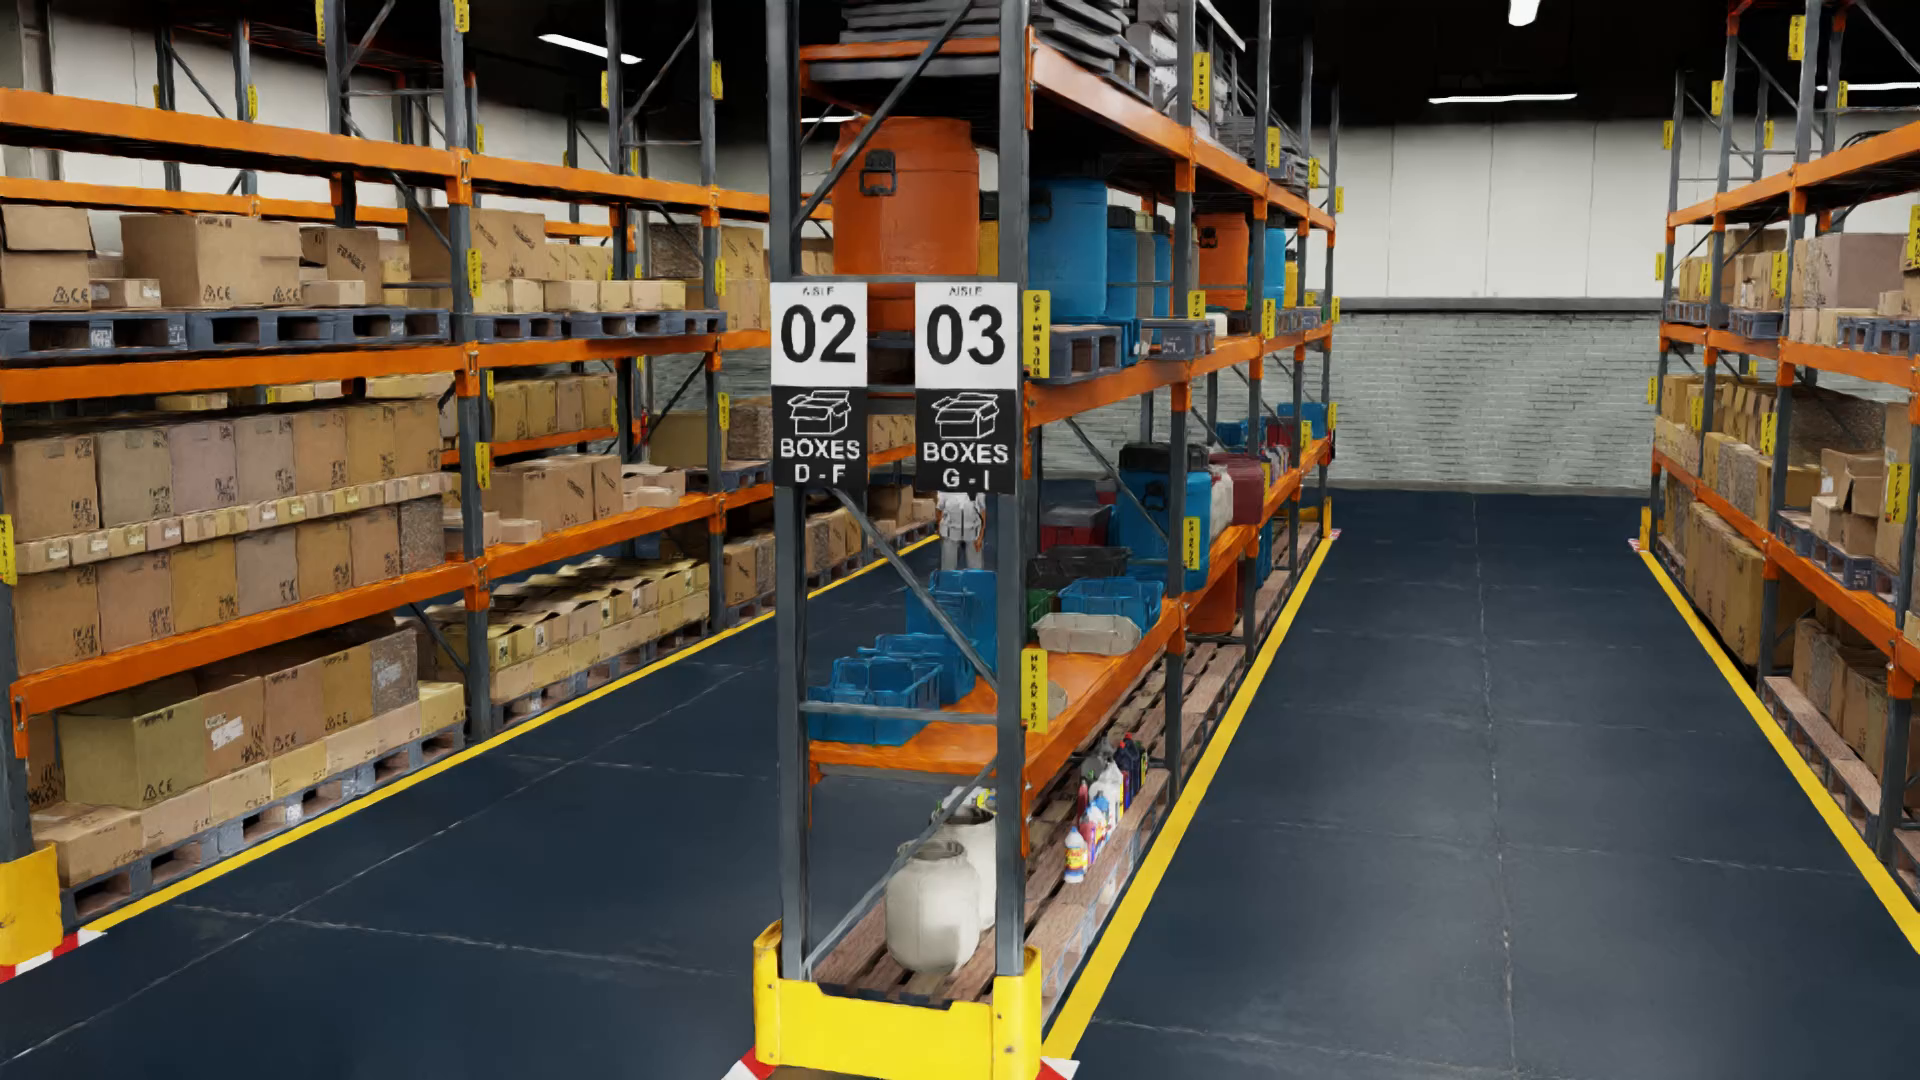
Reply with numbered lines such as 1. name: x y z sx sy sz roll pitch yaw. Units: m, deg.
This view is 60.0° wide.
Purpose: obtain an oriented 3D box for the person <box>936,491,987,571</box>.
1. person: 0.011 -0.013 15.998 0.486 1.641 0.679 0 8 -2
